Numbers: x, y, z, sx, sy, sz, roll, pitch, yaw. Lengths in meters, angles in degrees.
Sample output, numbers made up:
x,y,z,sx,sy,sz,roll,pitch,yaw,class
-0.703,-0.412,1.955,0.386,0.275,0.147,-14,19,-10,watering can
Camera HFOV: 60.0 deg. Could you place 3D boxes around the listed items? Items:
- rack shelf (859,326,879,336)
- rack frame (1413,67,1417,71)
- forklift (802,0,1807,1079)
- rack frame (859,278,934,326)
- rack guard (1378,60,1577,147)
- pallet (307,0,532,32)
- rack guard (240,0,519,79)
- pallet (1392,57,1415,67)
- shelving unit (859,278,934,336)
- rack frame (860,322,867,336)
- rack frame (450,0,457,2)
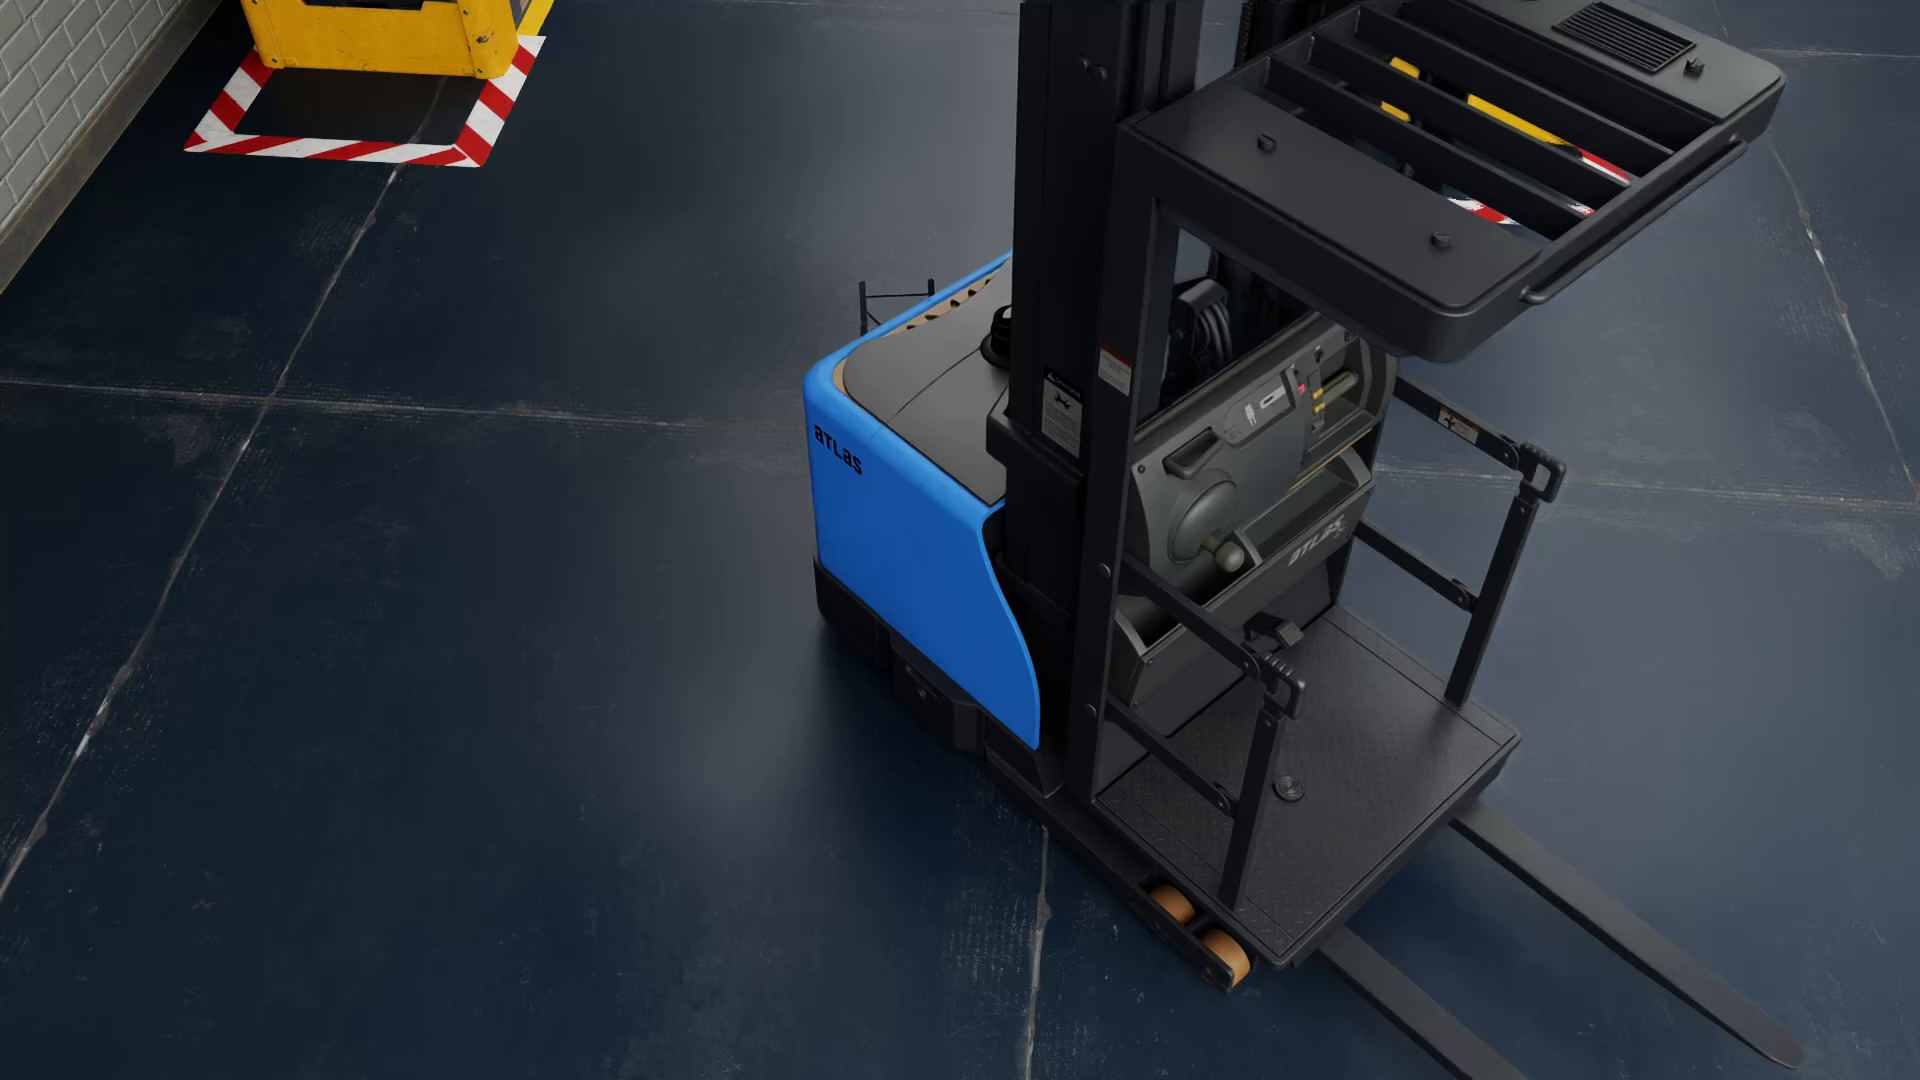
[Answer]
x,y,z,sx,sy,sz,roll,pitch,yaw,class
-0.195,-0.607,5.375,0.258,0.077,0.200,-3,48,-2,rack shelf
2.241,-2.924,6.391,1.000,3.000,0.127,4,48,4,rack frame
0.897,-0.181,3.930,1.130,2.935,3.031,-34,56,-27,forklift
-0.202,-0.522,5.618,0.240,0.900,0.006,-3,48,-2,rack frame
2.239,-2.062,7.297,1.175,0.500,0.348,4,48,4,rack guard
-2.576,-2.963,8.317,1.003,0.211,1.213,4,48,4,pallet
-2.686,-2.466,7.667,1.175,0.500,0.348,4,48,4,rack guard
2.269,-2.547,7.937,1.003,0.211,1.213,4,48,4,pallet
-0.195,-0.447,5.549,0.258,0.900,0.210,-3,48,-2,shelving unit
-0.189,-0.372,5.481,0.240,0.900,0.006,-3,48,-2,rack frame
-2.693,-3.254,6.693,1.000,3.000,0.127,4,48,4,rack frame
